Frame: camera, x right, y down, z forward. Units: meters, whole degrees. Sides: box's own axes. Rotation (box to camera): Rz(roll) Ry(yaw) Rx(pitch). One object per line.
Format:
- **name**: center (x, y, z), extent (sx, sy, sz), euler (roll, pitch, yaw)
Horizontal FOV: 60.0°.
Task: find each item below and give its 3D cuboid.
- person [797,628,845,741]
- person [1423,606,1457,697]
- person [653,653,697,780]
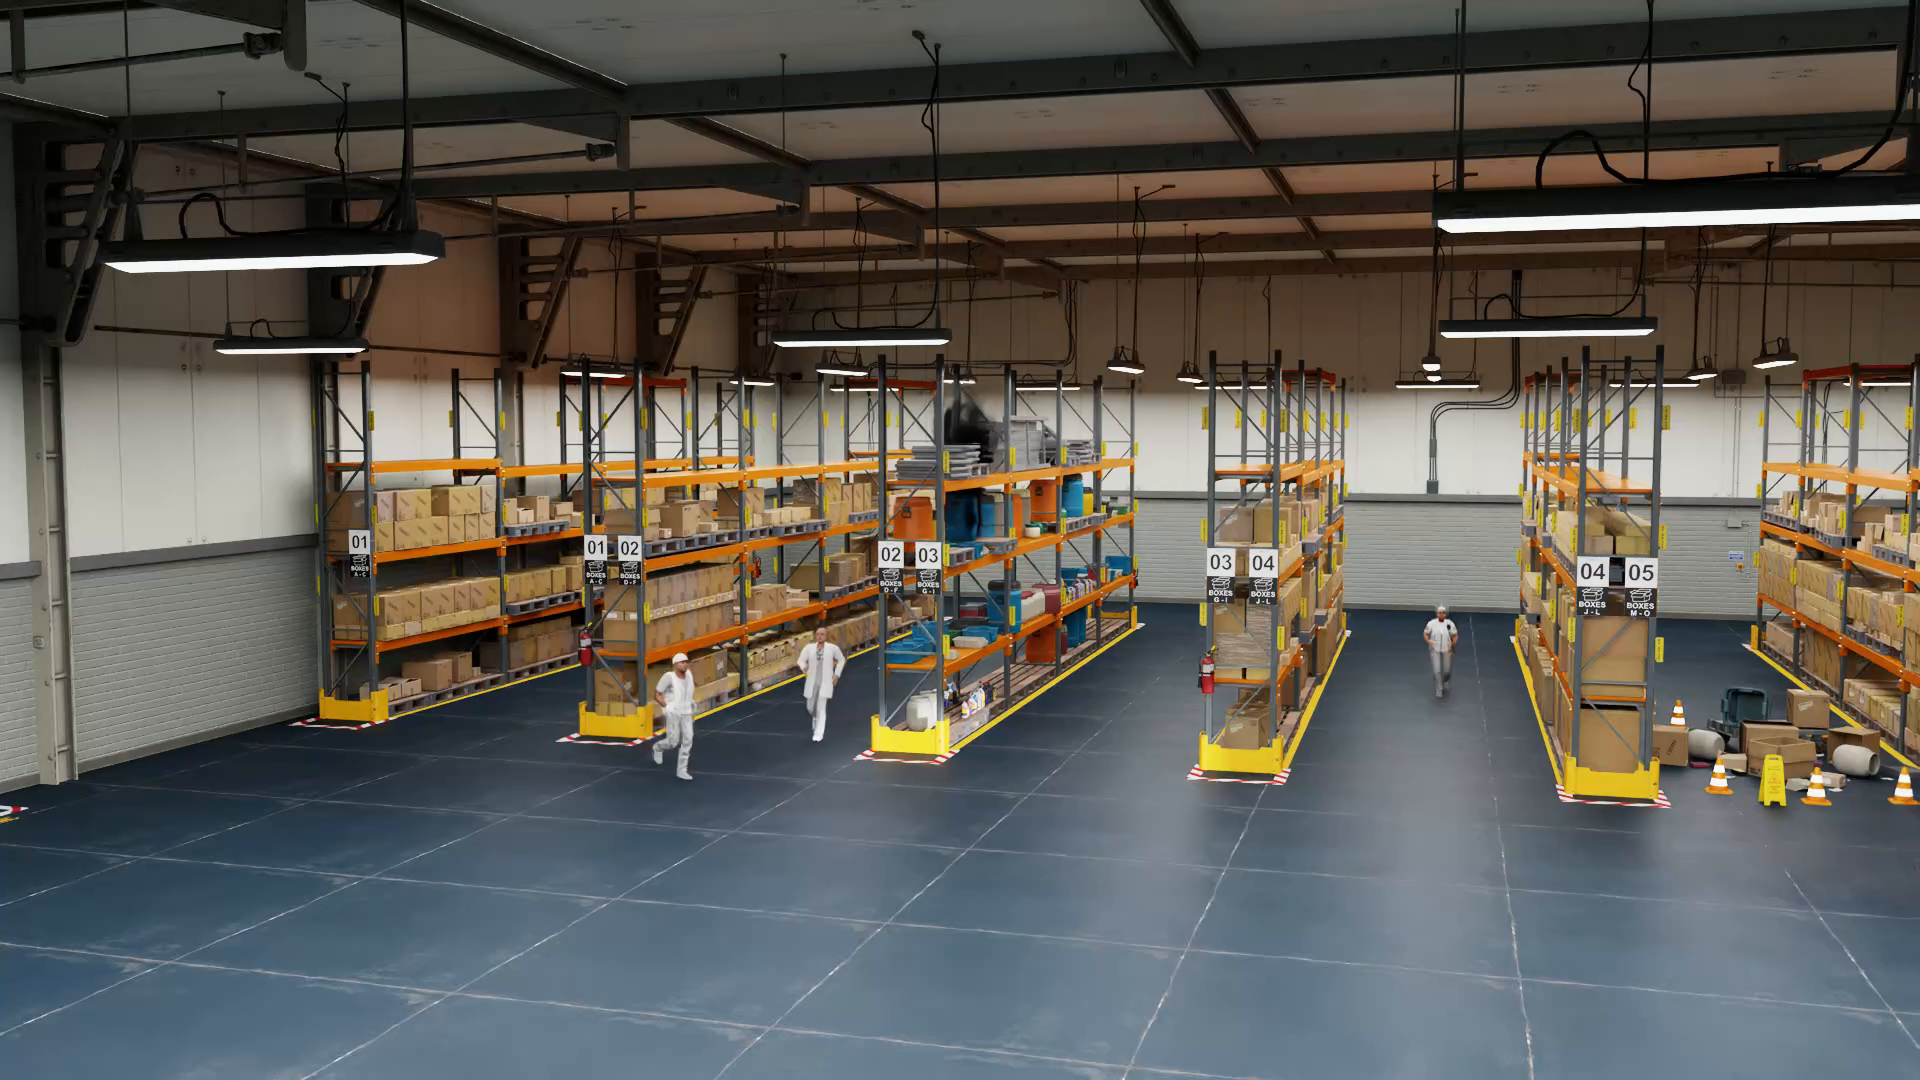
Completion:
- **person**: center (-2.196, 2.256, 26.226), extent (0.745, 1.762, 0.793), euler (0, 4, 6)
- **person**: center (8.772, 2.024, 30.414), extent (0.593, 1.639, 0.551), euler (1, 4, 13)
- **person**: center (-4.015, 2.461, 23.476), extent (0.832, 1.761, 0.706), euler (3, 5, 40)
